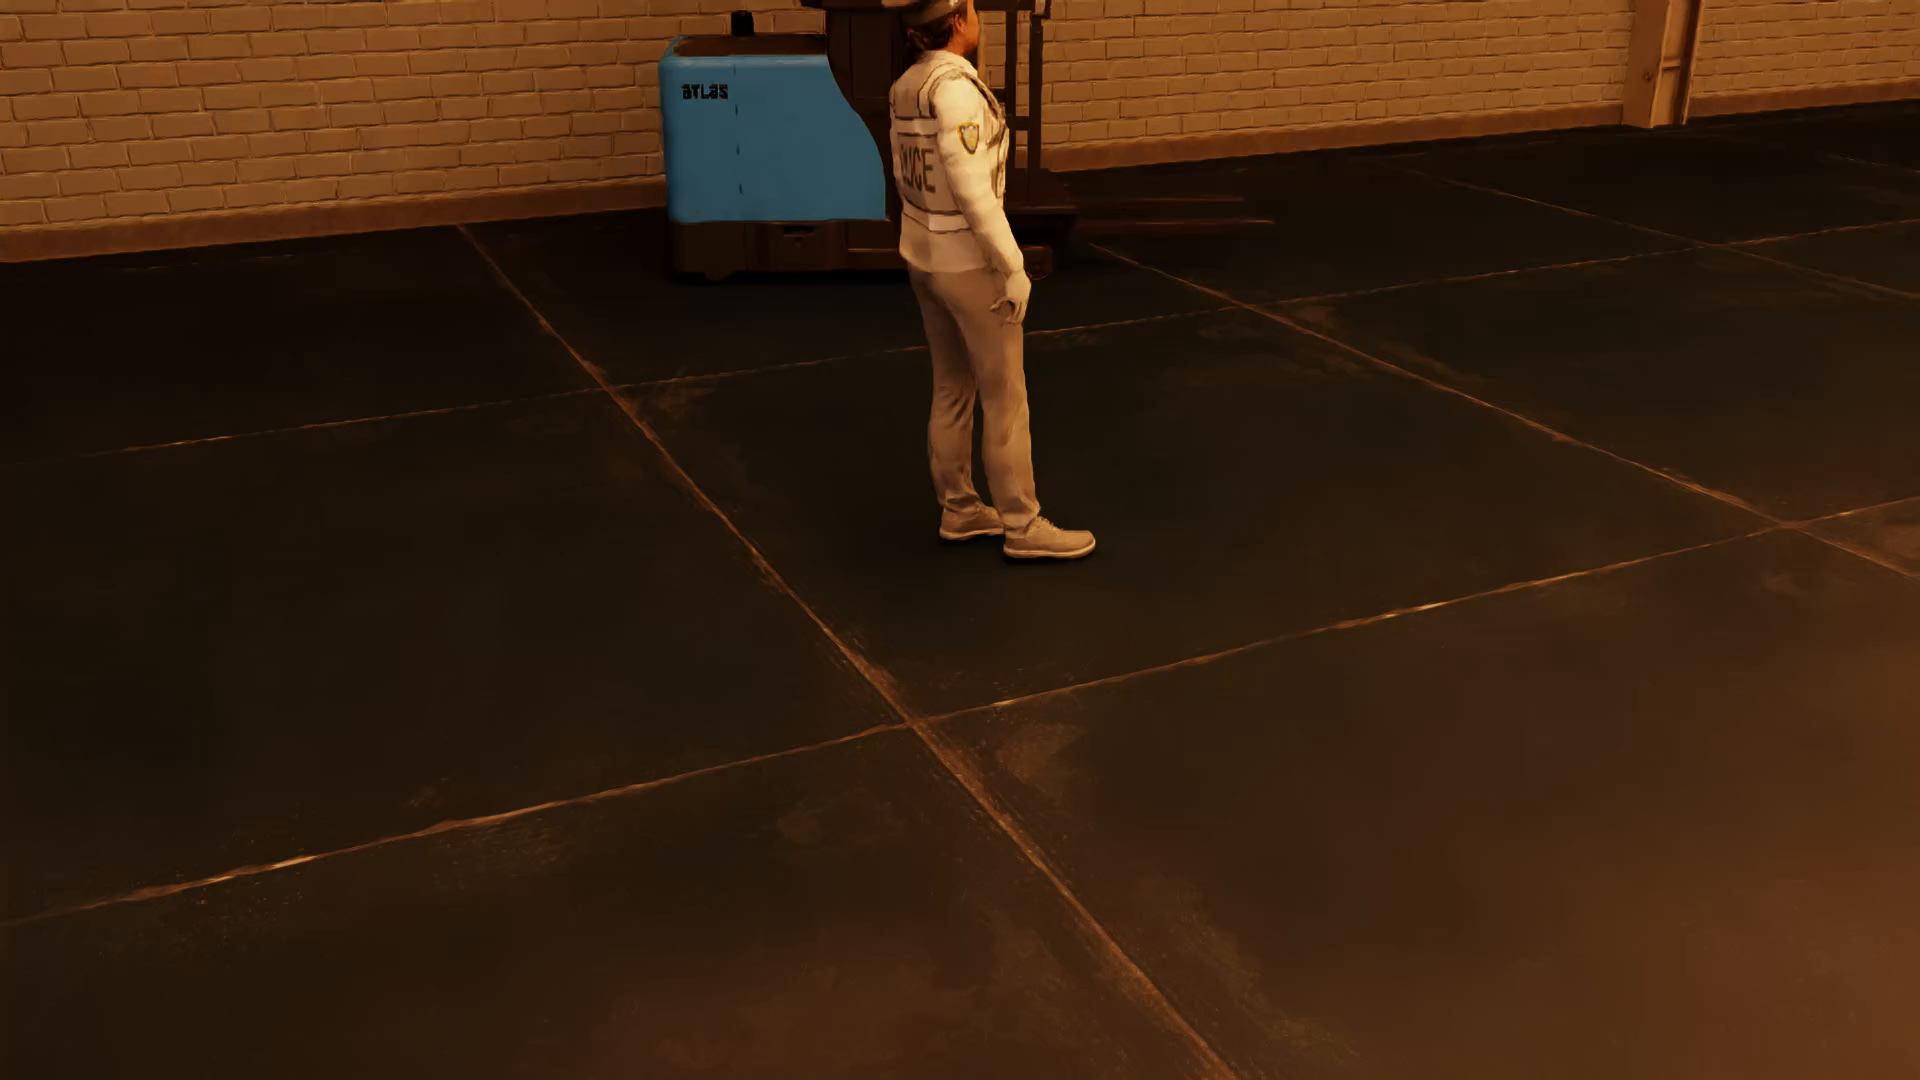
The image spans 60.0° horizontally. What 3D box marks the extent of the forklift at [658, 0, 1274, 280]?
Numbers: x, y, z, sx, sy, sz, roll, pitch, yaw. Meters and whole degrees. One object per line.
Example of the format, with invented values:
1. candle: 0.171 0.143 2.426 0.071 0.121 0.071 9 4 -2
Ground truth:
1. forklift: 0.049 -2.830 8.098 3.031 2.935 1.130 -2 23 -5

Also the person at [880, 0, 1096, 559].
1. person: 0.064 -0.798 4.799 0.533 1.695 0.586 -10 25 -23
